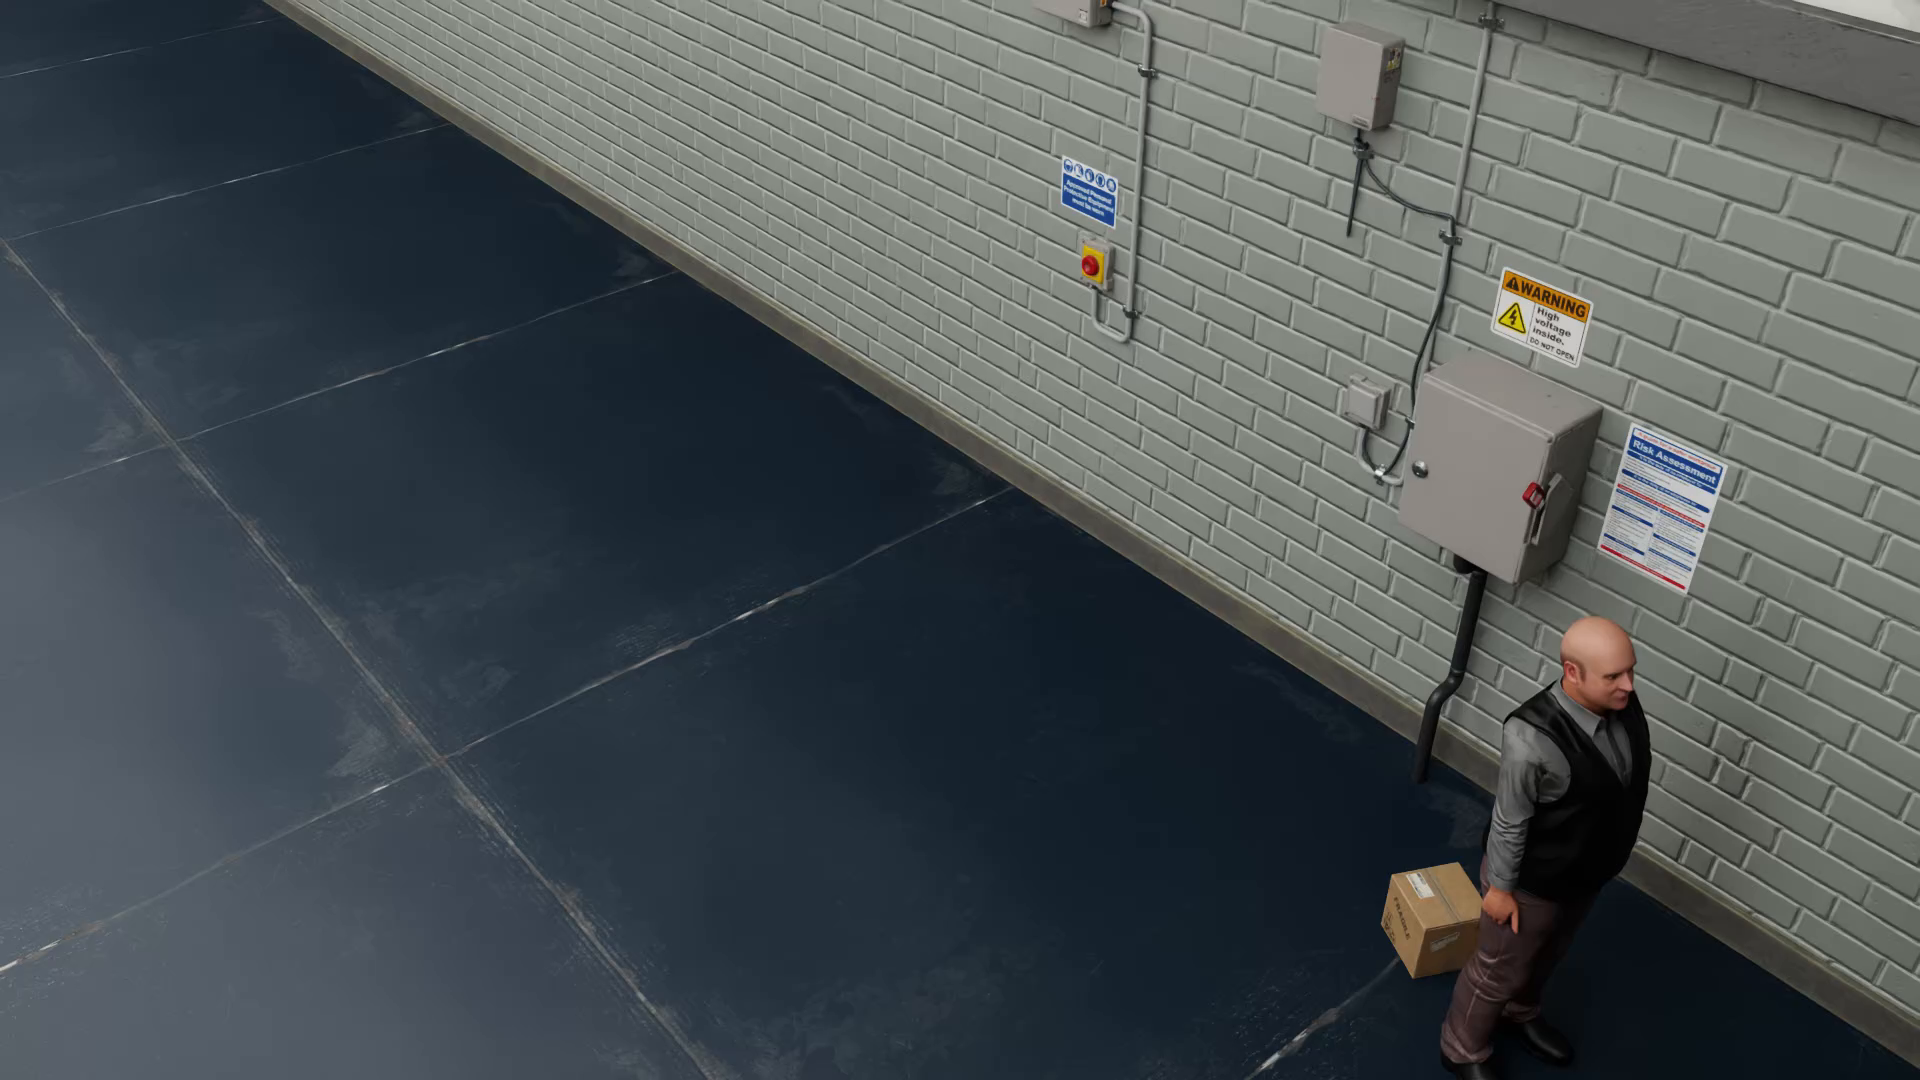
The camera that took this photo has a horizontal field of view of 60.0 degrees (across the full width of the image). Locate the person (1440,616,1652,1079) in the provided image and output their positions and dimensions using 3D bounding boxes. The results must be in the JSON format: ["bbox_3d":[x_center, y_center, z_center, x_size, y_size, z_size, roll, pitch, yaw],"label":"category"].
[{"bbox_3d":[1.728,0.944,4.848,0.532,1.724,0.369,-24,42,-30],"label":"person"}]
